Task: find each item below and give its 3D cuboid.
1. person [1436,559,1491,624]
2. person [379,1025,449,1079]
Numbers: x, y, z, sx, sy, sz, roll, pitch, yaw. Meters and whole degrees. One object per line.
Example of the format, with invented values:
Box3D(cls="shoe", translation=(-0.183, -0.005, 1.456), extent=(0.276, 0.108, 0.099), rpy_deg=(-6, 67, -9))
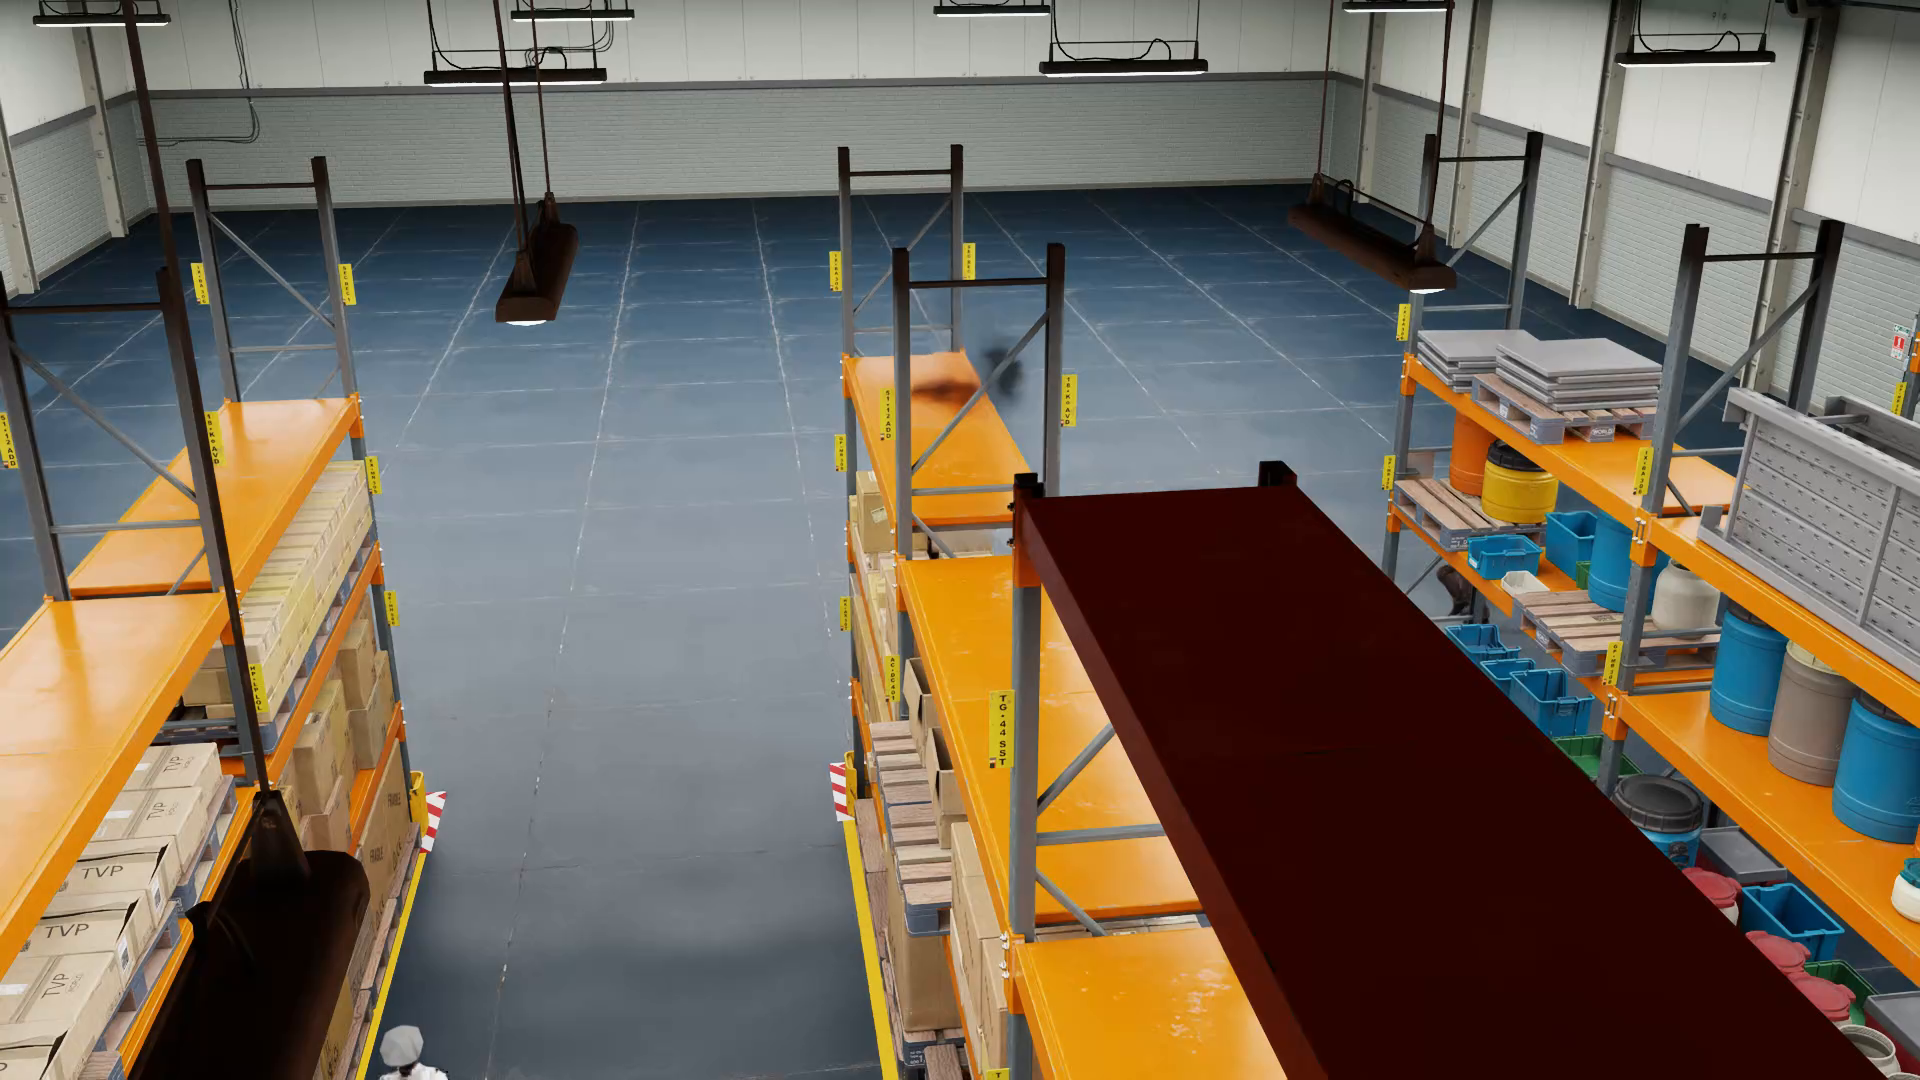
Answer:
Box3D(cls="person", translation=(5.761, 0.151, 18.942), extent=(0.703, 1.724, 0.630), rpy_deg=(6, 22, 14))
Box3D(cls="person", translation=(-3.267, 3.643, 10.135), extent=(0.598, 1.669, 0.608), rpy_deg=(-7, 23, -17))
